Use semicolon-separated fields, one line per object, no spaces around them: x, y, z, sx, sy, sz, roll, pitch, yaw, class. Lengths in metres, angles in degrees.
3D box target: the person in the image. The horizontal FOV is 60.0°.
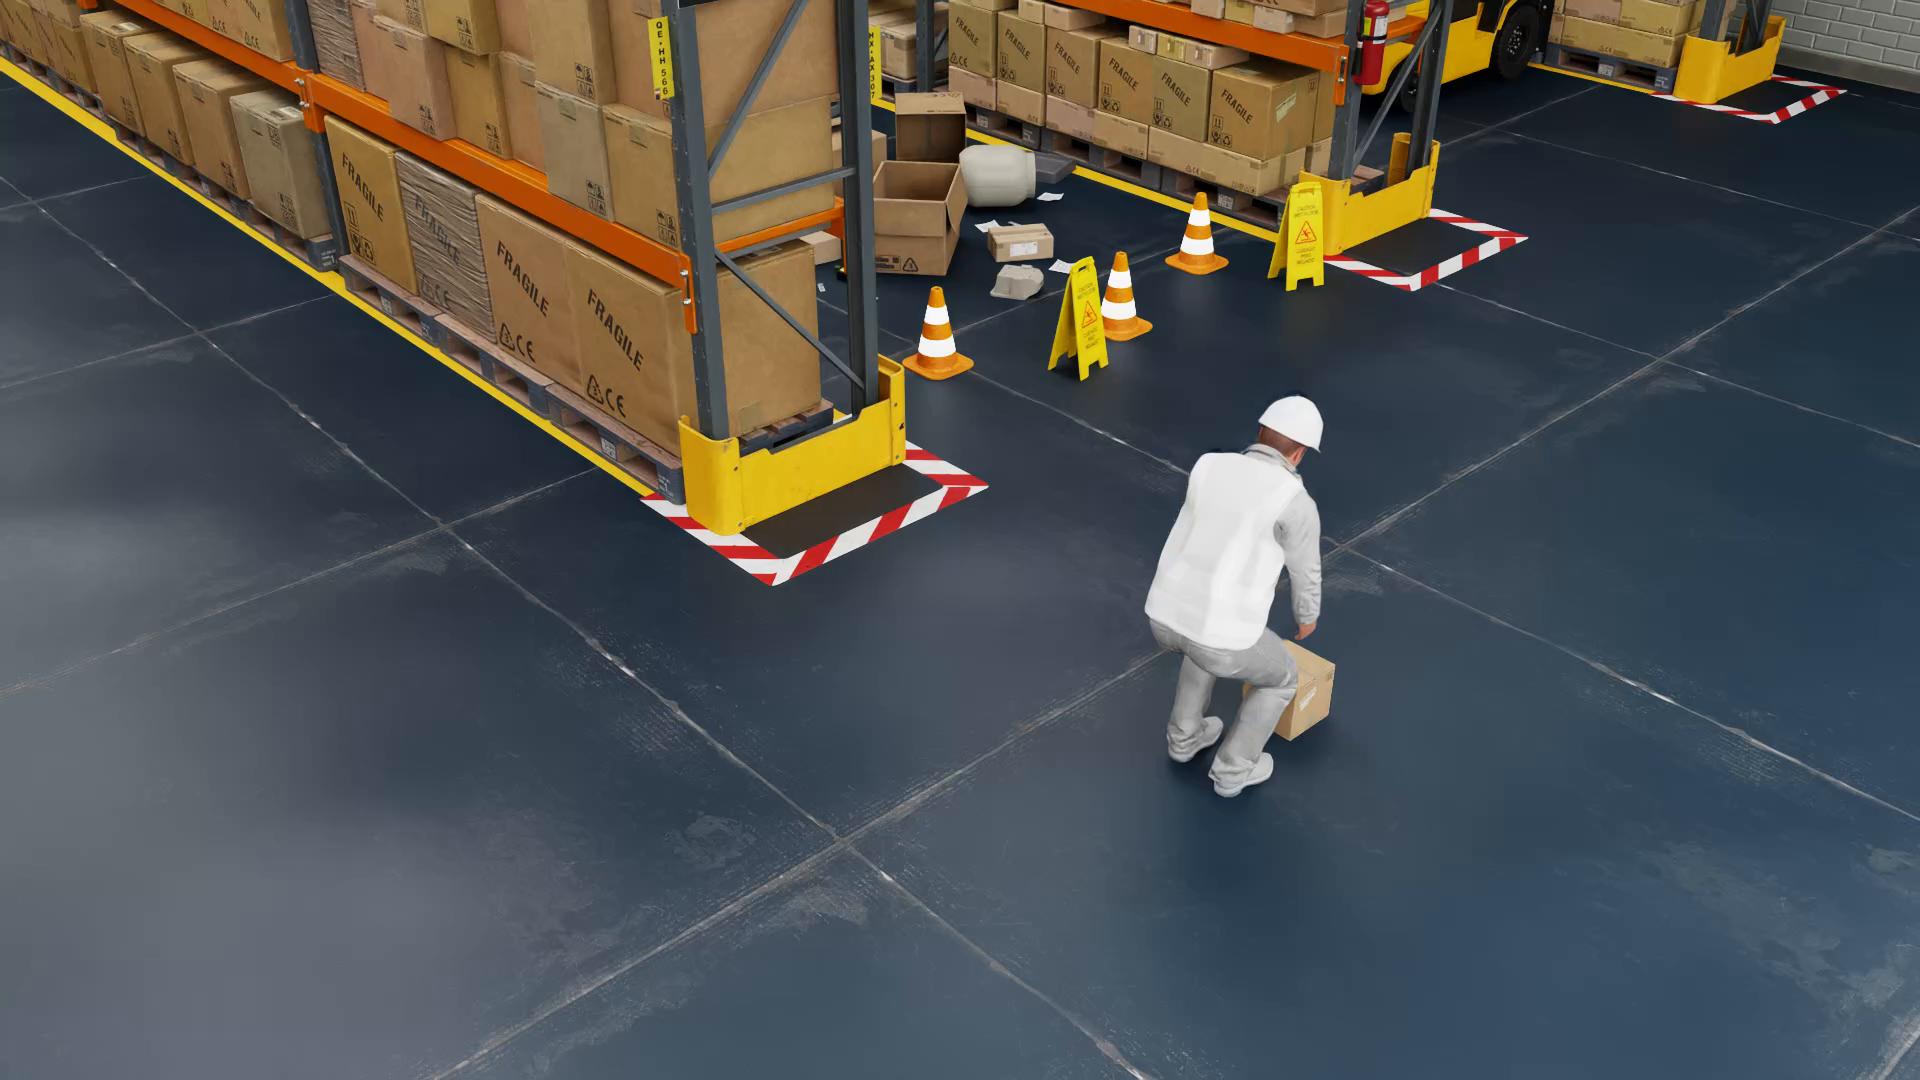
1.005;0.230;6.105;0.785;1.390;0.590;-26;40;-35;person
